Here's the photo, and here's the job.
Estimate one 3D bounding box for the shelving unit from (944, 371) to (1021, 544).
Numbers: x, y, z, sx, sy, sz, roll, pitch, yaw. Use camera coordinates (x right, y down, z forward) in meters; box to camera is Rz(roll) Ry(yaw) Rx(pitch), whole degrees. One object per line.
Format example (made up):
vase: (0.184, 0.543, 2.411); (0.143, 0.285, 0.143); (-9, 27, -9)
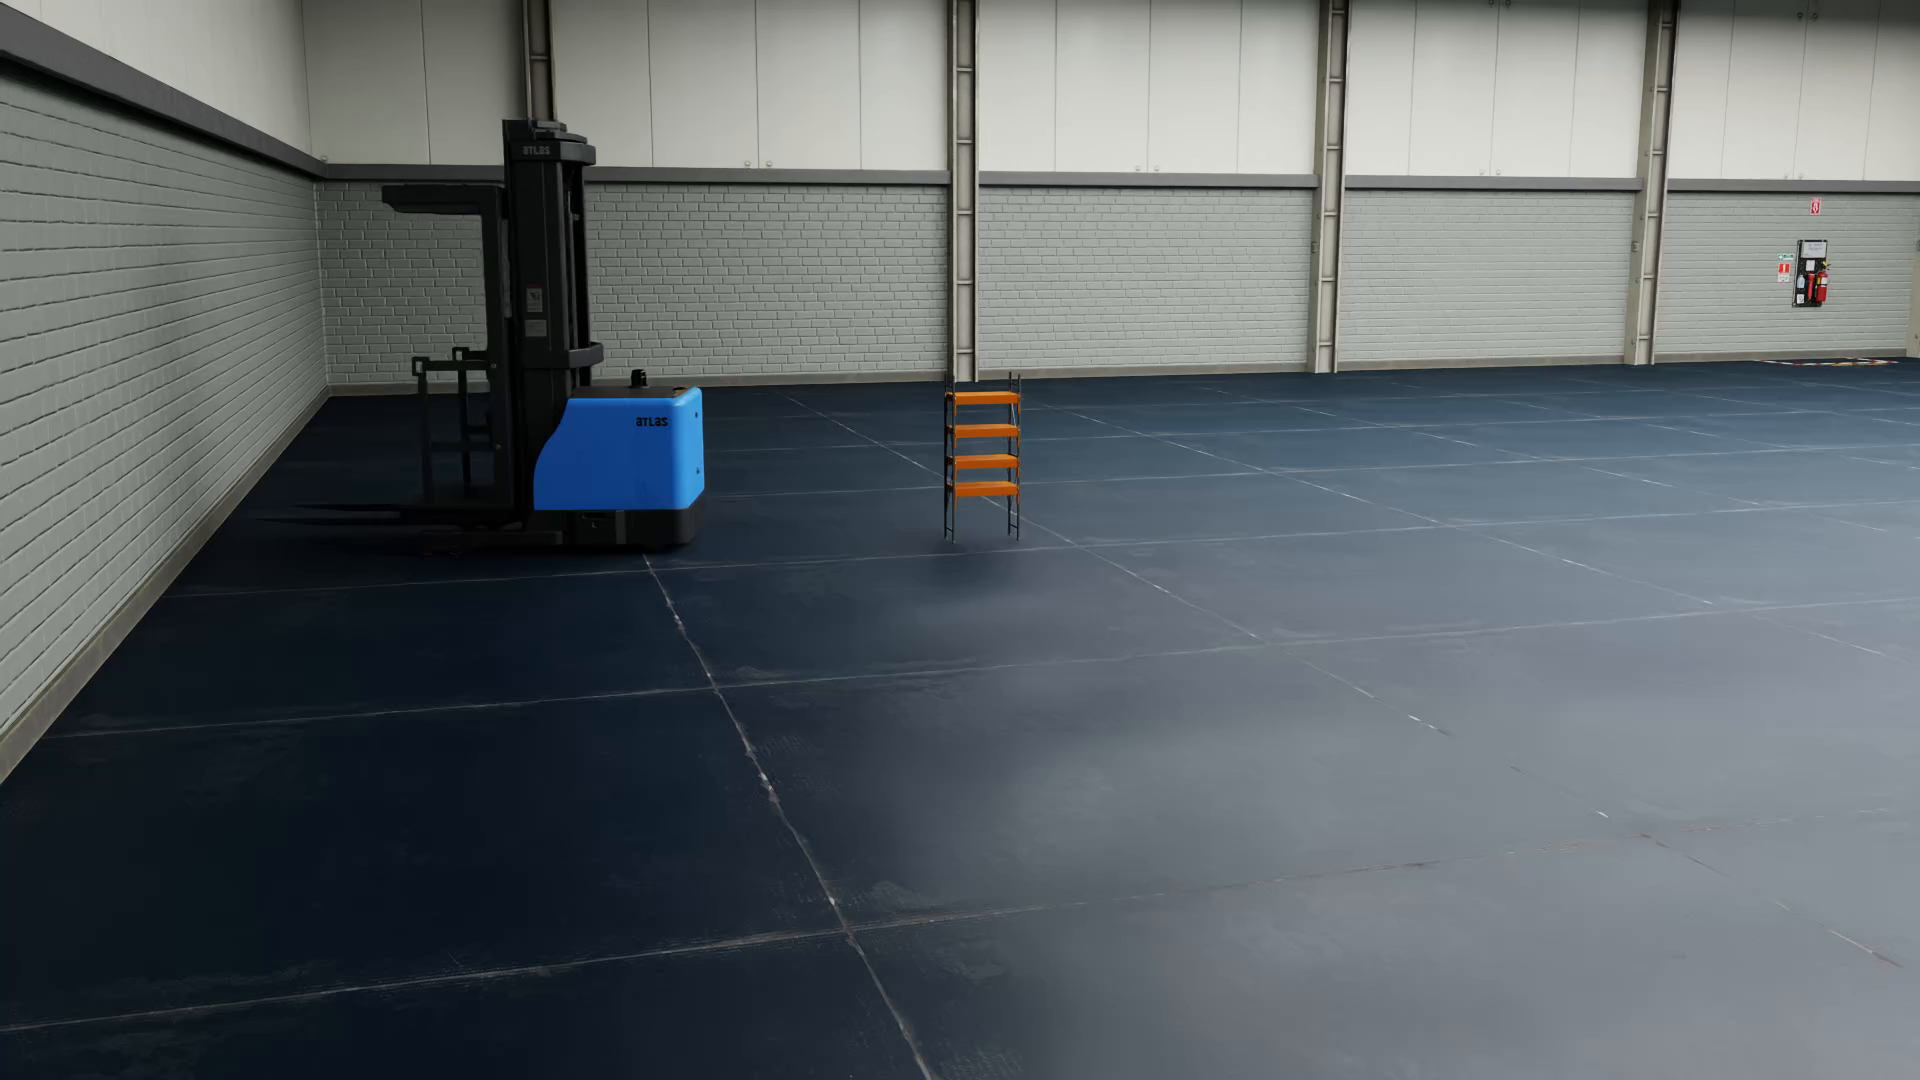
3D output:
shelving unit: (0.159, -0.598, 11.983); (0.503, 1.200, 0.258); (-3, 11, -16)

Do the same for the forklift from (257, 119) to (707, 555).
forklift: (-3.397, -1.433, 11.734); (3.031, 2.935, 1.130); (0, 10, -1)

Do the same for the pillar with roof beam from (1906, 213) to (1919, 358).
pillar with roof beam: (18.531, -6.983, 25.126); (0.400, 9.000, 9.100); (-3, 11, -16)

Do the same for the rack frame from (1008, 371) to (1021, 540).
rack frame: (0.393, -0.611, 12.050); (0.015, 1.200, 0.240); (-3, 11, -16)

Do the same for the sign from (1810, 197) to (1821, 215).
sign: (14.909, -5.820, 28.973); (0.199, 0.298, 0.001); (-3, 11, -16)

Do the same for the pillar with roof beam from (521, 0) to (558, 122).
pillar with roof beam: (-4.512, -5.769, 18.528); (0.400, 9.000, 9.100); (-3, 11, -16)

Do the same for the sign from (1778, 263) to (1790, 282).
sign: (14.385, -4.670, 29.033); (0.234, 0.329, 0.001); (-3, 11, -16)

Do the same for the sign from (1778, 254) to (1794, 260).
sign: (14.392, -4.930, 28.978); (0.331, 0.109, 0.001); (-3, 11, -16)

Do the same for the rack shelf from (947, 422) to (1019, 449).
rack shelf: (0.159, -0.752, 11.955); (0.480, 0.148, 0.258); (-3, 11, -16)

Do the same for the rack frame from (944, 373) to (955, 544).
rack frame: (-0.075, -0.586, 11.916); (0.015, 1.200, 0.240); (-3, 11, -16)

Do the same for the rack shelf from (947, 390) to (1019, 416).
rack shelf: (0.159, -0.985, 11.912); (0.480, 0.148, 0.258); (-3, 11, -16)

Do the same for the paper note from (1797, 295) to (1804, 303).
paper note: (14.755, -4.233, 29.187); (0.142, 0.148, 0.016); (-3, 11, -16)

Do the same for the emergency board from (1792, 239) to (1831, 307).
emergency board: (14.945, -4.663, 29.091); (0.643, 1.169, 0.194); (-3, 11, -16)

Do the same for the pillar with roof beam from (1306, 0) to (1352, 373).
pillar with roof beam: (7.009, -6.376, 21.827); (0.400, 9.000, 9.100); (-3, 11, -16)

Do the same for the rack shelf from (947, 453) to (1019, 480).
rack shelf: (0.159, -0.532, 11.996); (0.480, 0.148, 0.258); (-3, 11, -16)

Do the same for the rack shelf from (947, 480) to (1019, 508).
rack shelf: (0.159, -0.337, 12.031); (0.480, 0.148, 0.258); (-3, 11, -16)

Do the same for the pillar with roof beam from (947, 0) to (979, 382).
pillar with roof beam: (1.249, -6.073, 20.178); (0.400, 9.000, 9.100); (-3, 11, -16)

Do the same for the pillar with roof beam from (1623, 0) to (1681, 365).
pillar with roof beam: (12.770, -6.680, 23.476); (0.400, 9.000, 9.100); (-3, 11, -16)
